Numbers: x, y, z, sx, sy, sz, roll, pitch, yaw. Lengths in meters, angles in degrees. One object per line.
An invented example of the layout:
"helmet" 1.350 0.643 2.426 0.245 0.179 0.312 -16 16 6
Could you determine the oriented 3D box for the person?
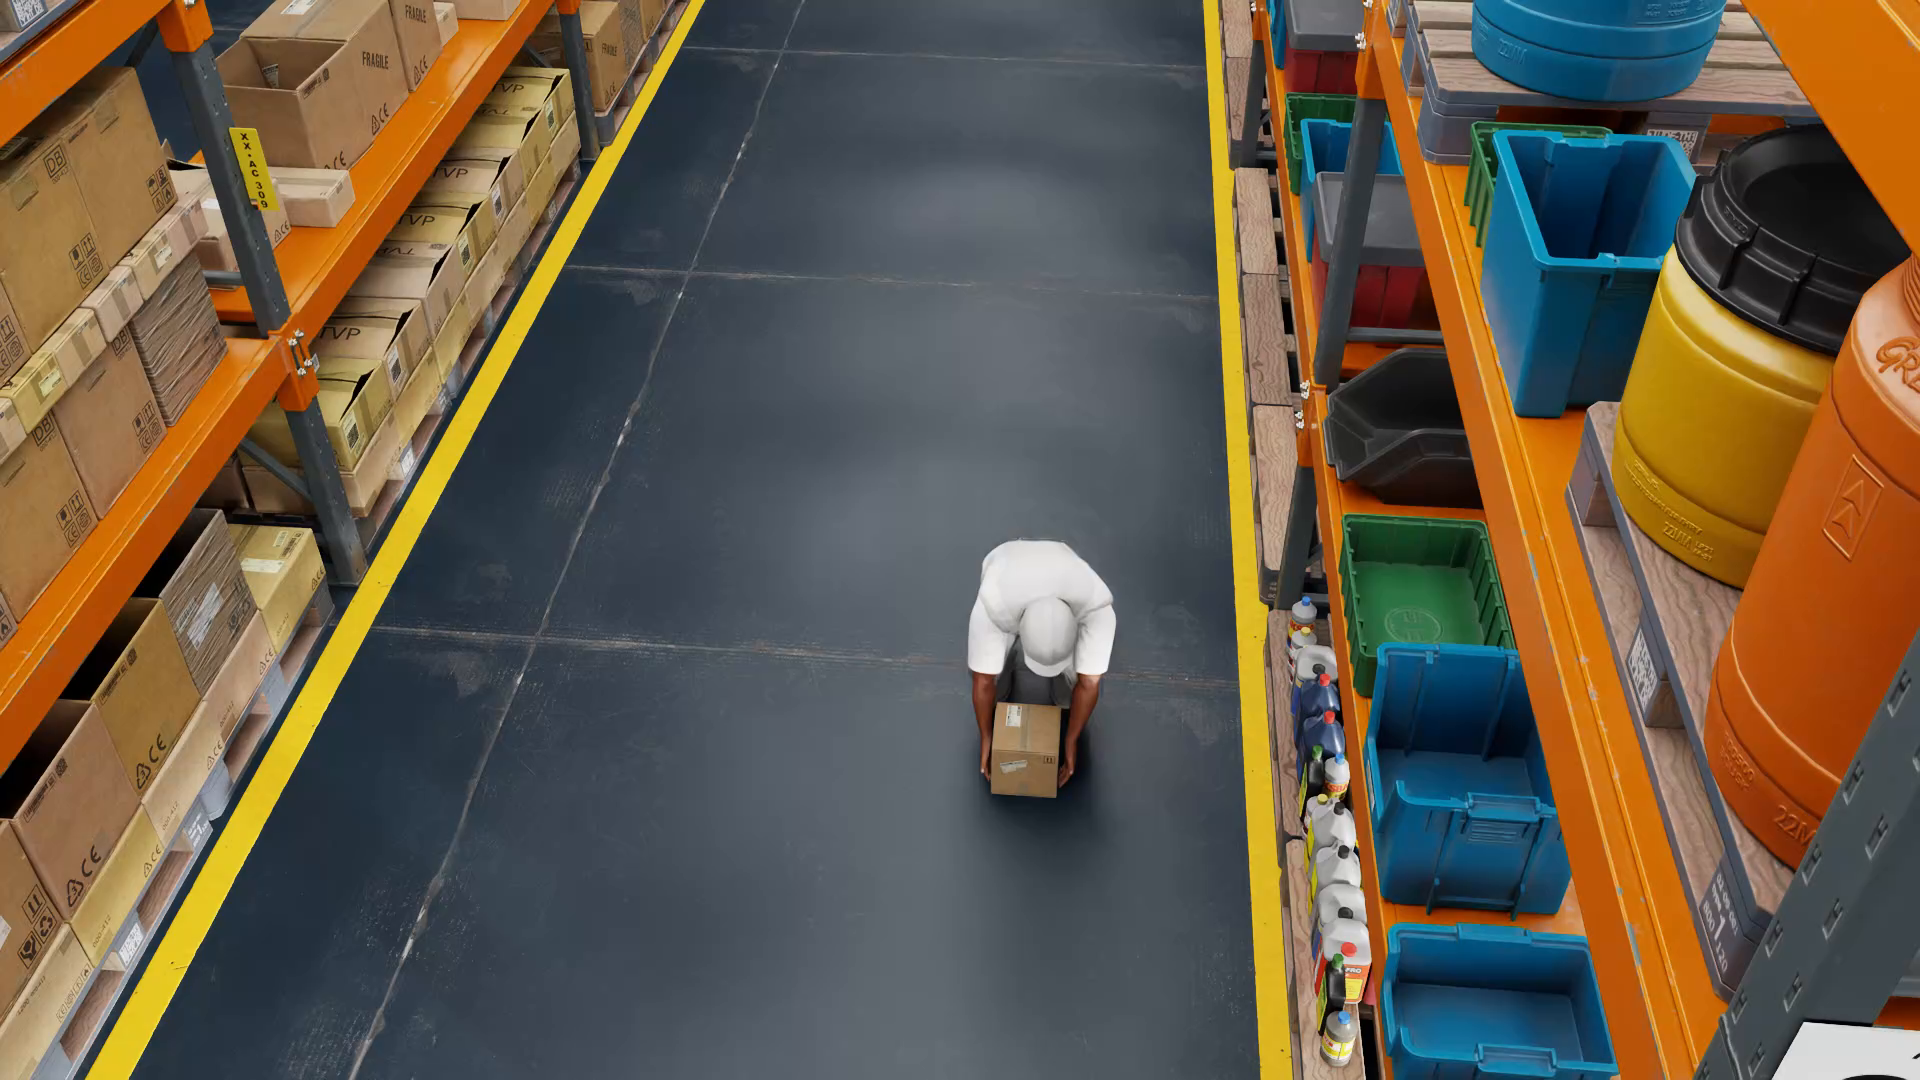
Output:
"person" 0.313 0.360 6.424 0.562 0.889 0.898 3 40 4
